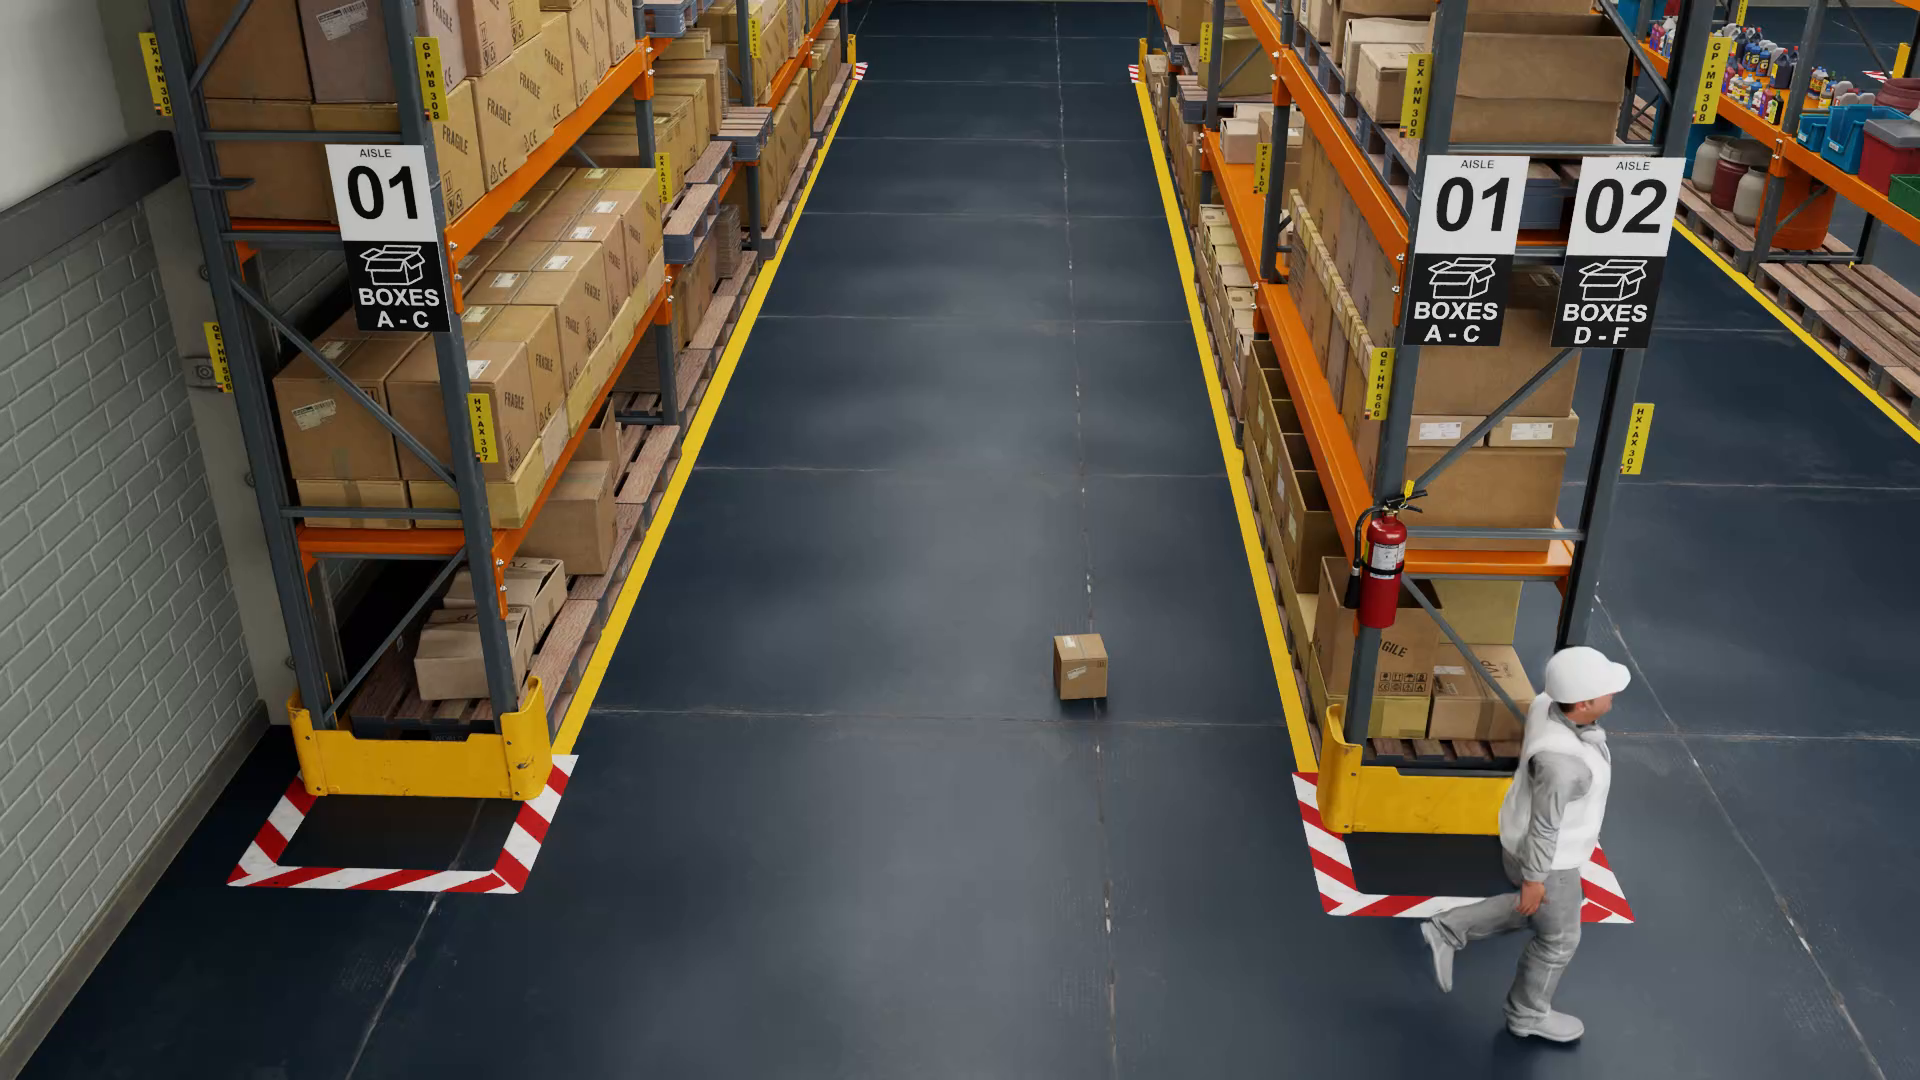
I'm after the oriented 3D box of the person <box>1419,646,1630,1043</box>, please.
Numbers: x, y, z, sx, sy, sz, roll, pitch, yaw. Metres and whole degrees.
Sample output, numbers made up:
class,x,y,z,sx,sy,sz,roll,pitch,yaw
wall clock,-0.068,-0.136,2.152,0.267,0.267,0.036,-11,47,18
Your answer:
class,x,y,z,sx,sy,sz,roll,pitch,yaw
person,2.191,1.143,6.402,0.680,1.754,0.543,7,29,13
